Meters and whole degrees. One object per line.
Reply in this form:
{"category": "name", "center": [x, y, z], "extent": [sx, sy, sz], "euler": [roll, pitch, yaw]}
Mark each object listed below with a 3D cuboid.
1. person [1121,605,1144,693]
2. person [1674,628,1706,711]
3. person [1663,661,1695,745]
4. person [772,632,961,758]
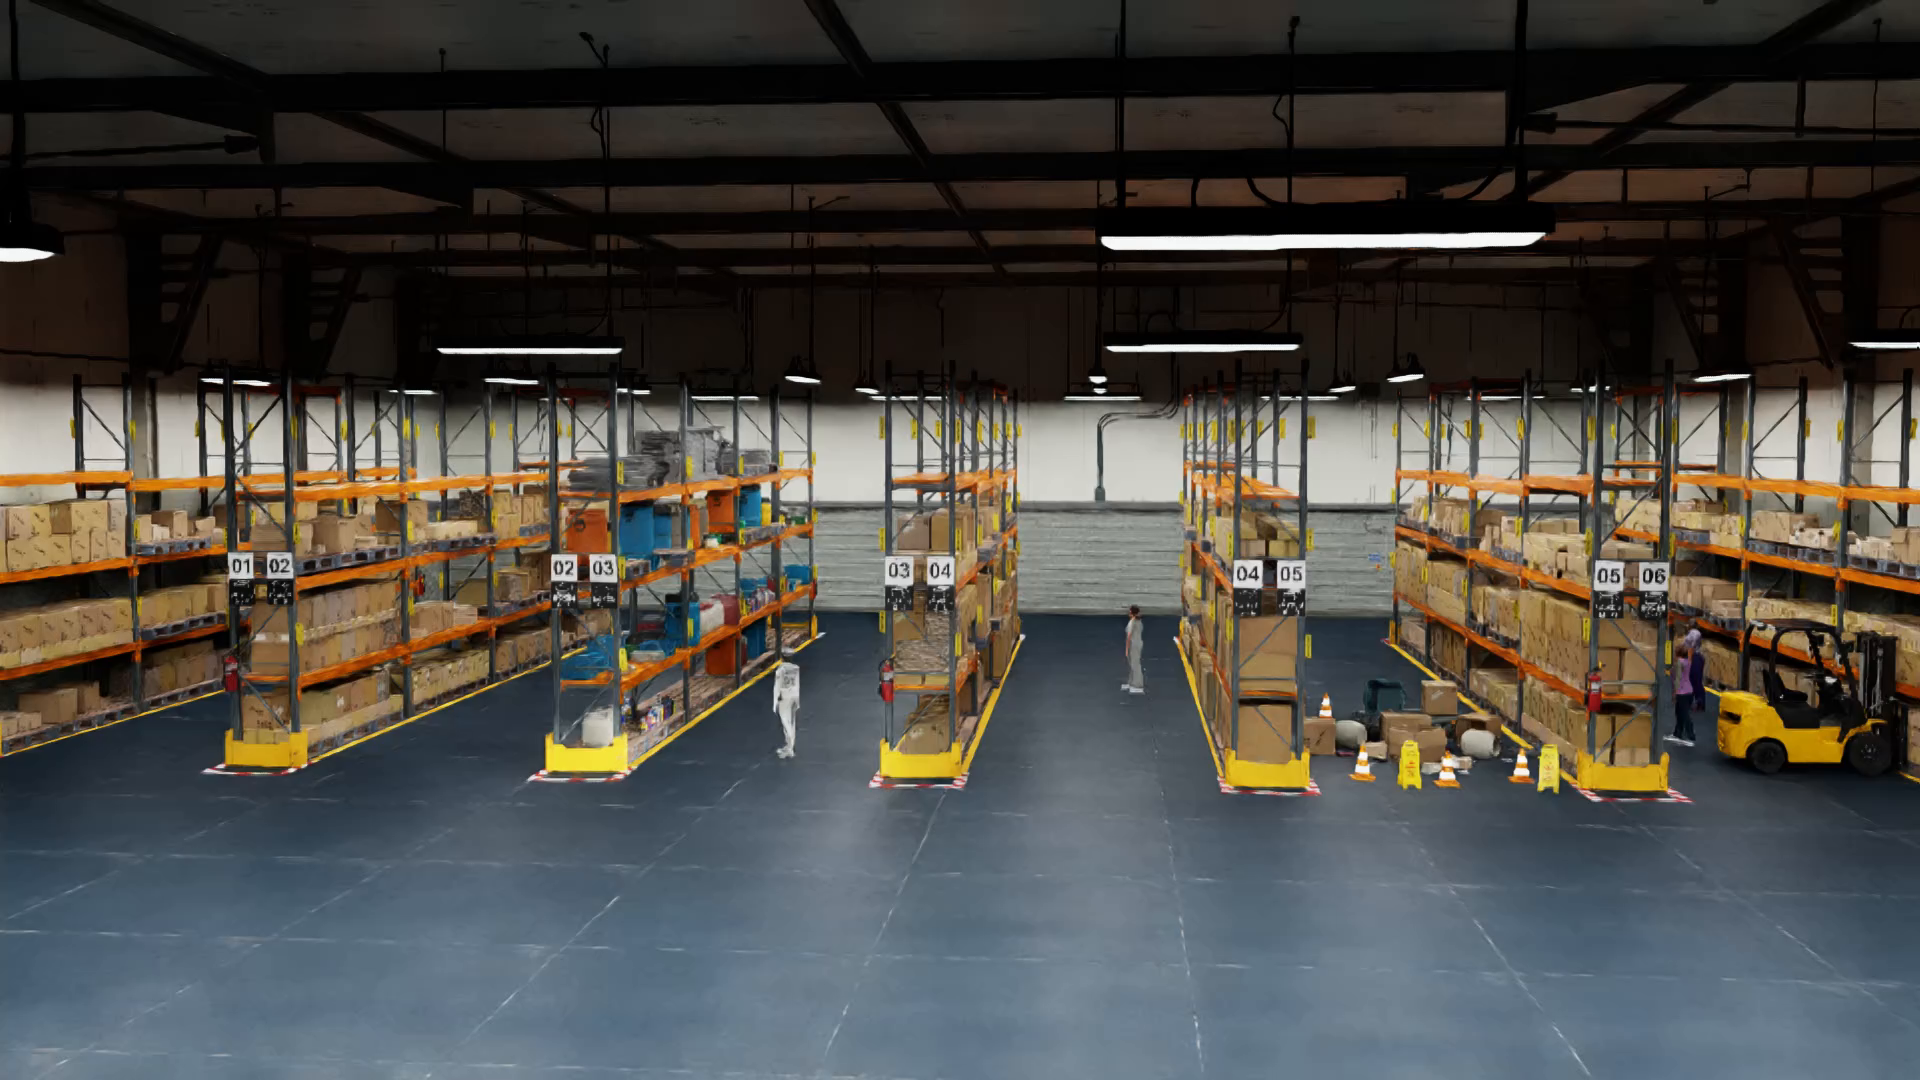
{"category": "person", "center": [3.304, 2.061, 31.788], "extent": [0.580, 1.666, 0.575], "euler": [2, 4, 29]}
{"category": "person", "center": [13.123, 2.301, 29.852], "extent": [0.562, 1.452, 0.546], "euler": [2, 4, 30]}
{"category": "person", "center": [11.478, 2.569, 26.530], "extent": [0.527, 1.349, 0.489], "euler": [3, 5, 37]}
{"category": "person", "center": [-1.509, 2.325, 24.763], "extent": [3.320, 2.078, 0.571], "euler": [3, 5, 34]}
